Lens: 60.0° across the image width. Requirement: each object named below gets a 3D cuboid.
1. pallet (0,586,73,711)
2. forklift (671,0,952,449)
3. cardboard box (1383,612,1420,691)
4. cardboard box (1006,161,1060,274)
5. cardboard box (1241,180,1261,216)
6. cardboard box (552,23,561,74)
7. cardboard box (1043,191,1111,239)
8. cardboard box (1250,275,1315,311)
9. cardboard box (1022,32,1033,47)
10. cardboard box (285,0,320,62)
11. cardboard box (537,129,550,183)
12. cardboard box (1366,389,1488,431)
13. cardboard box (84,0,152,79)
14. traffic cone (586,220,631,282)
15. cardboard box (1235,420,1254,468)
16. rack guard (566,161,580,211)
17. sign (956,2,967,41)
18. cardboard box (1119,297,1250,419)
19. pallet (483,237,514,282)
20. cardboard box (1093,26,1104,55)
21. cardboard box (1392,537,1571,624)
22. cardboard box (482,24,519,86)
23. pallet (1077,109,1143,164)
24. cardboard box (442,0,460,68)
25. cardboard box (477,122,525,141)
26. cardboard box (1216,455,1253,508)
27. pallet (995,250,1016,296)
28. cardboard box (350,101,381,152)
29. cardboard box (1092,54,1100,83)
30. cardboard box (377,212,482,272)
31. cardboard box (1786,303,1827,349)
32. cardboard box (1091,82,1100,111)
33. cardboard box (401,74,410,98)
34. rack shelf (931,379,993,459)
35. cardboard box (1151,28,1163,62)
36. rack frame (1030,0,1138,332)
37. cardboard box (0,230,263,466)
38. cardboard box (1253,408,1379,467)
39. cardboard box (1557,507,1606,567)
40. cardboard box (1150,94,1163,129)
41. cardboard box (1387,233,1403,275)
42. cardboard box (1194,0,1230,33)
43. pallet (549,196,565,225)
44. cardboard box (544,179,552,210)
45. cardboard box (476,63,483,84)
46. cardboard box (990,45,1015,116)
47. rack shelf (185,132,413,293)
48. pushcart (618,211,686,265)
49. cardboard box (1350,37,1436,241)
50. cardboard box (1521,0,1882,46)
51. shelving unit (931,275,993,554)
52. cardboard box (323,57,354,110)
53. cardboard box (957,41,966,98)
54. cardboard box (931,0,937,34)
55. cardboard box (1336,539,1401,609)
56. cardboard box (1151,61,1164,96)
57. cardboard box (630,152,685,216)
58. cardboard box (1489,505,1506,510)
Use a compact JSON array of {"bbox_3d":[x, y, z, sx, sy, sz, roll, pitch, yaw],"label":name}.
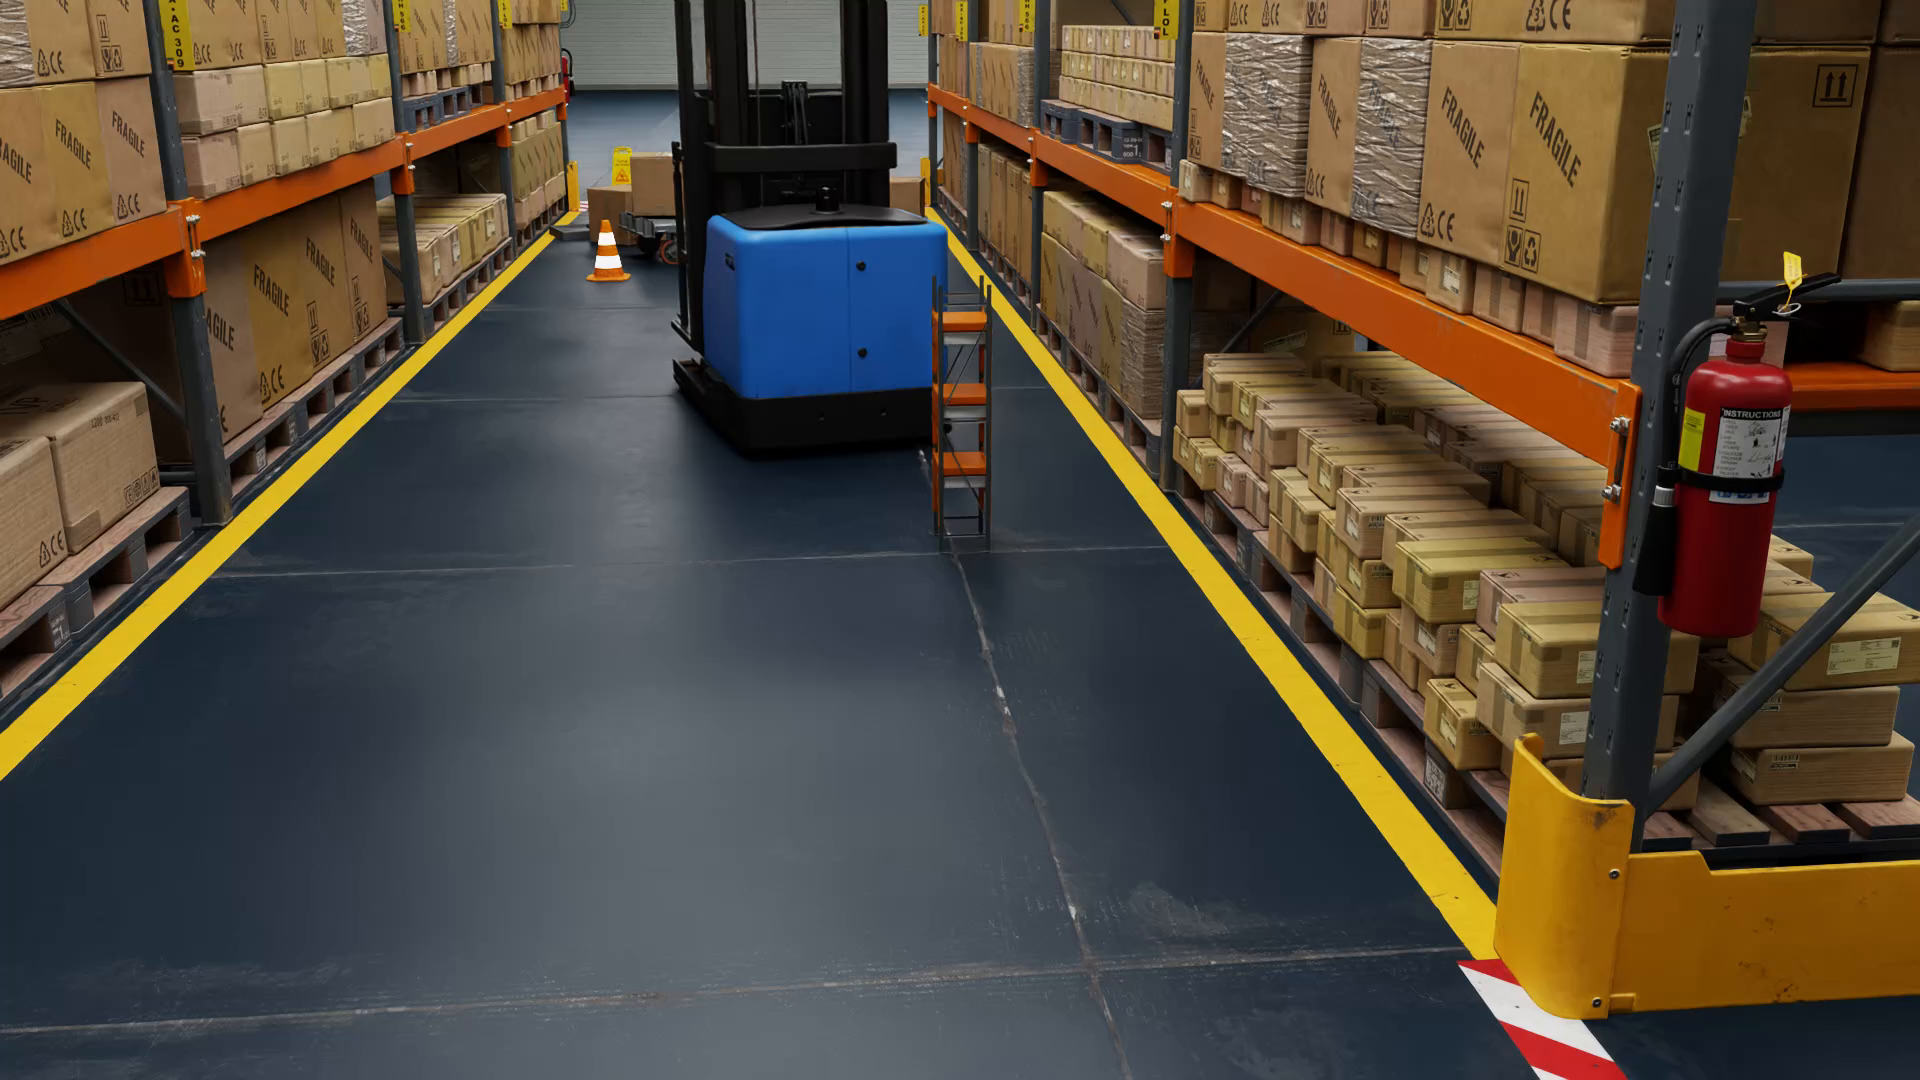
[{"bbox_3d":[-3.393,0.443,4.913,1.003,0.211,1.213,-2,18,-6],"label":"pallet"},{"bbox_3d":[-0.985,-2.227,8.877,1.130,2.935,3.031,-6,18,-17],"label":"forklift"},{"bbox_3d":[1.434,0.310,4.741,0.380,0.149,0.250,-2,18,-5],"label":"cardboard box"},{"bbox_3d":[0.911,-2.427,12.454,1.050,0.750,0.750,-2,17,-5],"label":"cardboard box"},{"bbox_3d":[1.275,-1.297,6.219,0.380,0.149,0.250,-3,18,-8],"label":"cardboard box"},{"bbox_3d":[-4.430,-5.092,17.225,0.500,0.500,0.500,-2,18,-7],"label":"cardboard box"},{"bbox_3d":[0.808,-2.008,10.285,0.500,0.250,0.500,-3,18,-8],"label":"cardboard box"},{"bbox_3d":[1.577,-1.257,7.894,0.500,0.250,0.500,-3,18,-8],"label":"cardboard box"},{"bbox_3d":[0.833,-3.817,11.993,0.700,0.500,0.500,-2,18,-6],"label":"cardboard box"},{"bbox_3d":[-3.471,-2.599,8.112,0.500,0.500,0.500,-2,18,-7],"label":"cardboard box"},{"bbox_3d":[-4.316,-3.765,16.300,0.500,0.500,0.500,-2,18,-7],"label":"cardboard box"},{"bbox_3d":[1.734,-0.461,6.203,0.380,0.149,0.250,-1,17,-4],"label":"cardboard box"},{"bbox_3d":[-3.199,-1.873,5.799,0.500,0.500,0.500,-2,18,-6],"label":"cardboard box"},{"bbox_3d":[-2.827,-2.327,13.318,0.336,0.463,0.334,-2,18,-6],"label":"traffic cone"},{"bbox_3d":[1.286,-0.384,6.453,0.380,0.149,0.250,-2,18,-6],"label":"cardboard box"},{"bbox_3d":[-4.752,-3.840,18.075,1.175,0.500,0.348,-2,18,-6],"label":"rack guard"},{"bbox_3d":[0.014,-4.480,14.362,0.100,0.325,0.005,-2,18,-6],"label":"sign"},{"bbox_3d":[1.064,-0.884,7.957,0.500,0.500,0.500,-2,18,-7],"label":"cardboard box"},{"bbox_3d":[-4.266,-2.302,13.656,1.003,0.211,1.213,-2,18,-6],"label":"pallet"},{"bbox_3d":[0.941,-2.763,9.196,0.380,0.149,0.250,-1,17,-3],"label":"cardboard box"},{"bbox_3d":[1.375,0.104,4.402,0.380,0.149,0.250,-2,18,-7],"label":"cardboard box"},{"bbox_3d":[-4.116,-4.193,14.362,0.500,0.500,0.500,-2,18,-6],"label":"cardboard box"},{"bbox_3d":[1.223,-2.175,8.918,1.003,0.211,1.213,-2,18,-6],"label":"pallet"},{"bbox_3d":[-3.917,-3.666,11.981,0.500,0.500,0.500,-2,18,-8],"label":"cardboard box"},{"bbox_3d":[-4.093,-3.643,14.827,0.380,0.149,0.250,-2,17,-5],"label":"cardboard box"},{"bbox_3d":[1.213,-0.233,6.471,0.380,0.149,0.250,-2,18,-6],"label":"cardboard box"},{"bbox_3d":[0.849,-2.125,13.092,1.003,0.211,1.213,-2,18,-6],"label":"pallet"},{"bbox_3d":[-3.556,-2.306,9.266,0.500,0.250,0.500,-1,17,-5],"label":"cardboard box"},{"bbox_3d":[0.940,-2.618,9.229,0.380,0.149,0.250,-2,18,-6],"label":"cardboard box"},{"bbox_3d":[-4.140,-2.233,12.468,0.950,0.372,0.625,-1,17,-4],"label":"cardboard box"},{"bbox_3d":[2.028,-0.533,3.787,0.380,0.149,0.250,-1,17,-4],"label":"cardboard box"},{"bbox_3d":[0.938,-2.476,9.275,0.380,0.149,0.250,-1,17,-4],"label":"cardboard box"},{"bbox_3d":[-3.779,-2.940,10.754,0.380,0.149,0.250,-3,18,-9],"label":"cardboard box"},{"bbox_3d":[0.006,-0.475,6.472,0.215,0.259,0.240,-2,18,-6],"label":"rack shelf"},{"bbox_3d":[1.102,-2.298,7.715,0.380,0.149,0.250,-2,18,-7],"label":"cardboard box"},{"bbox_3d":[0.978,-2.855,10.764,1.000,3.000,0.127,-2,18,-6],"label":"rack frame"},{"bbox_3d":[-3.666,-0.849,7.221,0.875,0.875,0.875,-1,17,-4],"label":"cardboard box"},{"bbox_3d":[1.259,-0.365,5.898,0.380,0.149,0.250,-1,17,-4],"label":"cardboard box"},{"bbox_3d":[1.932,0.009,4.706,0.380,0.149,0.250,-3,18,-8],"label":"cardboard box"},{"bbox_3d":[1.102,-2.008,7.783,0.380,0.149,0.250,-2,18,-6],"label":"cardboard box"},{"bbox_3d":[1.443,-0.827,4.722,0.380,0.149,0.250,-3,18,-8],"label":"cardboard box"},{"bbox_3d":[1.195,-2.188,6.306,0.500,0.500,0.500,-1,17,-4],"label":"cardboard box"},{"bbox_3d":[-4.704,-3.459,17.344,1.003,0.211,1.213,-2,18,-6],"label":"pallet"},{"bbox_3d":[-4.304,-3.401,16.393,0.500,0.250,0.500,-2,18,-8],"label":"cardboard box"},{"bbox_3d":[-3.948,-3.645,12.997,0.380,0.149,0.250,-2,18,-7],"label":"cardboard box"},{"bbox_3d":[0.506,-3.479,12.584,0.500,0.500,0.500,-2,17,-5],"label":"cardboard box"},{"bbox_3d":[-3.729,-1.733,8.391,1.077,0.370,4.000,-2,18,-6],"label":"rack shelf"},{"bbox_3d":[-2.085,-2.698,14.641,1.648,0.377,0.936,-8,19,-25],"label":"pushcart"},{"bbox_3d":[1.391,-1.092,4.483,0.500,0.500,0.500,-2,18,-5],"label":"cardboard box"},{"bbox_3d":[1.509,-1.267,3.372,0.500,0.500,0.500,-2,18,-7],"label":"cardboard box"},{"bbox_3d":[0.006,-0.485,6.469,0.215,1.050,0.252,-2,18,-6],"label":"shelving unit"},{"bbox_3d":[-3.503,-2.398,8.724,0.500,0.250,0.500,-2,18,-7],"label":"cardboard box"},{"bbox_3d":[0.436,-4.391,15.406,0.875,0.550,0.550,-2,18,-6],"label":"cardboard box"},{"bbox_3d":[0.153,-5.714,17.816,0.875,0.550,0.550,-2,18,-6],"label":"cardboard box"},{"bbox_3d":[1.343,0.089,4.947,0.380,0.149,0.250,-2,17,-5],"label":"cardboard box"},{"bbox_3d":[1.102,-2.151,7.742,0.380,0.149,0.250,-1,17,-3],"label":"cardboard box"},{"bbox_3d":[-2.580,-3.096,14.441,0.500,0.500,0.500,-2,18,-6],"label":"cardboard box"},{"bbox_3d":[1.810,-0.007,5.253,0.380,0.149,0.250,-1,17,-3],"label":"cardboard box"}]
